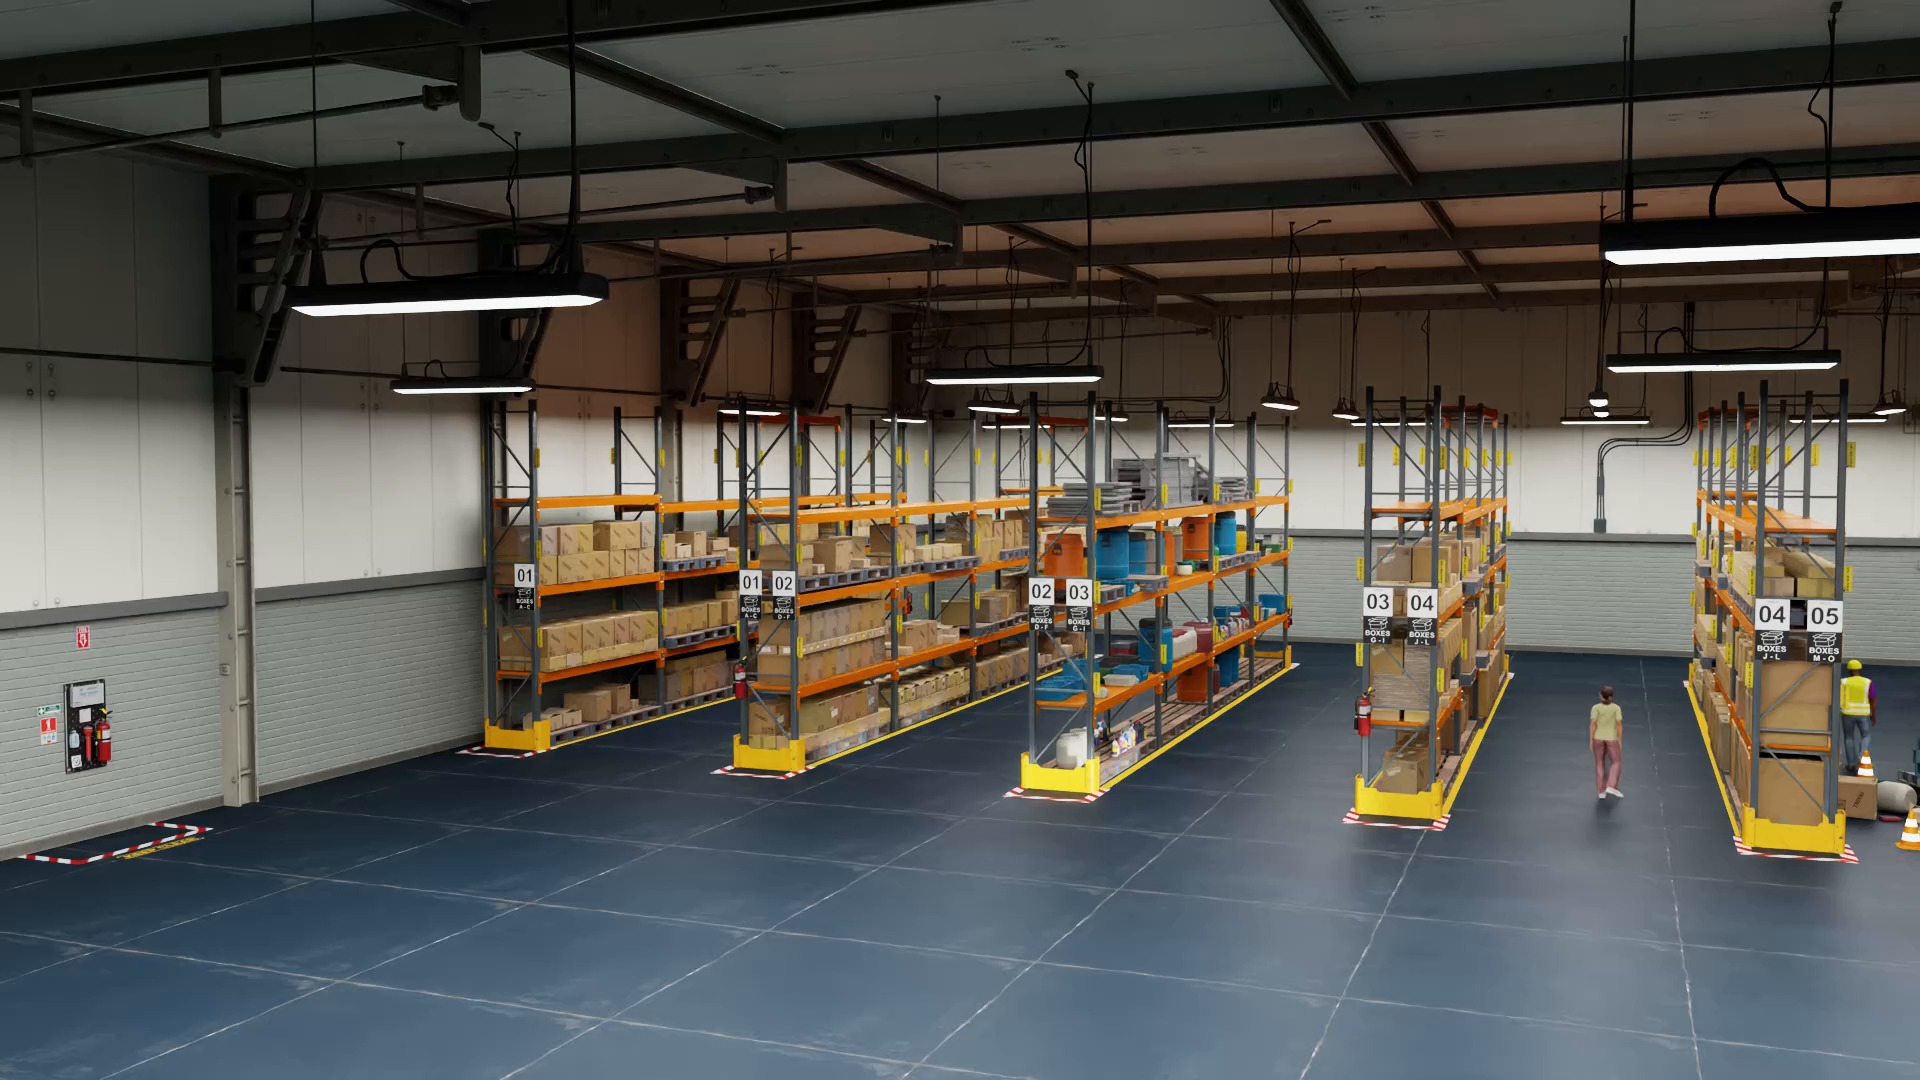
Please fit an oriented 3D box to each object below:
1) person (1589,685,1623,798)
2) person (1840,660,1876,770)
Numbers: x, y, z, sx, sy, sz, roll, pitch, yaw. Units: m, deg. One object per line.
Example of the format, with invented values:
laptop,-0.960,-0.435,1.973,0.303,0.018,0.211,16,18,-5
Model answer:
person,9.492,2.967,24.405,0.476,1.669,0.522,1,3,24
person,14.374,2.810,26.694,0.594,1.765,0.548,1,3,22
